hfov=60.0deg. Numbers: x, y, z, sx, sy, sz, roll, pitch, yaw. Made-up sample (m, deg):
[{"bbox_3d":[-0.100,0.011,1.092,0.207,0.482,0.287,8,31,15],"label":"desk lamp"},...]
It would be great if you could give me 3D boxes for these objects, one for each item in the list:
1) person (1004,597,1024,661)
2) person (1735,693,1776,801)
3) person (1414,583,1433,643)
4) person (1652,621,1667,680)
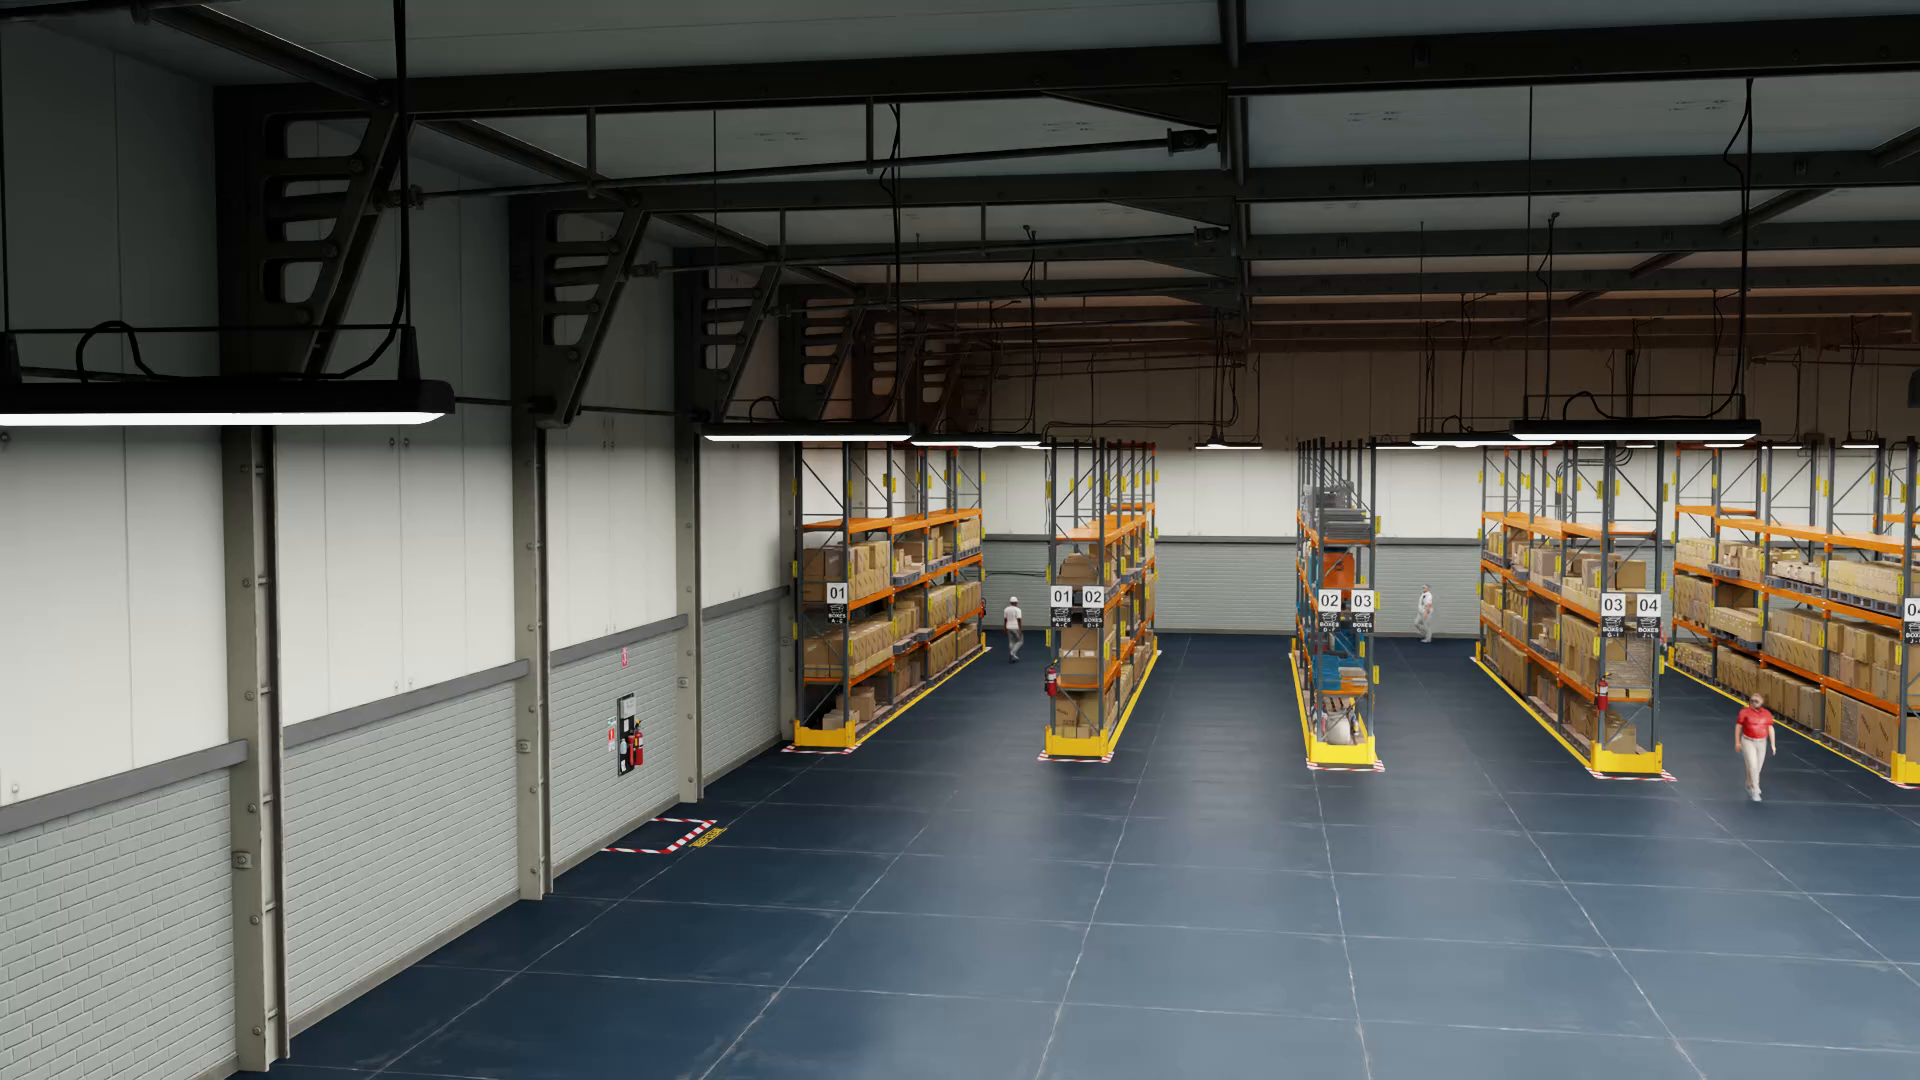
[{"bbox_3d":[1.439,2.436,45.514,0.599,1.766,0.502,2,4,38],"label":"person"},{"bbox_3d":[13.182,3.433,27.560,0.560,1.795,0.702,0,3,-4],"label":"person"},{"bbox_3d":[13.934,2.200,49.904,0.462,1.809,0.575,-1,3,-11],"label":"person"},{"bbox_3d":[17.299,2.649,41.461,0.623,1.825,0.596,1,3,22],"label":"person"}]
